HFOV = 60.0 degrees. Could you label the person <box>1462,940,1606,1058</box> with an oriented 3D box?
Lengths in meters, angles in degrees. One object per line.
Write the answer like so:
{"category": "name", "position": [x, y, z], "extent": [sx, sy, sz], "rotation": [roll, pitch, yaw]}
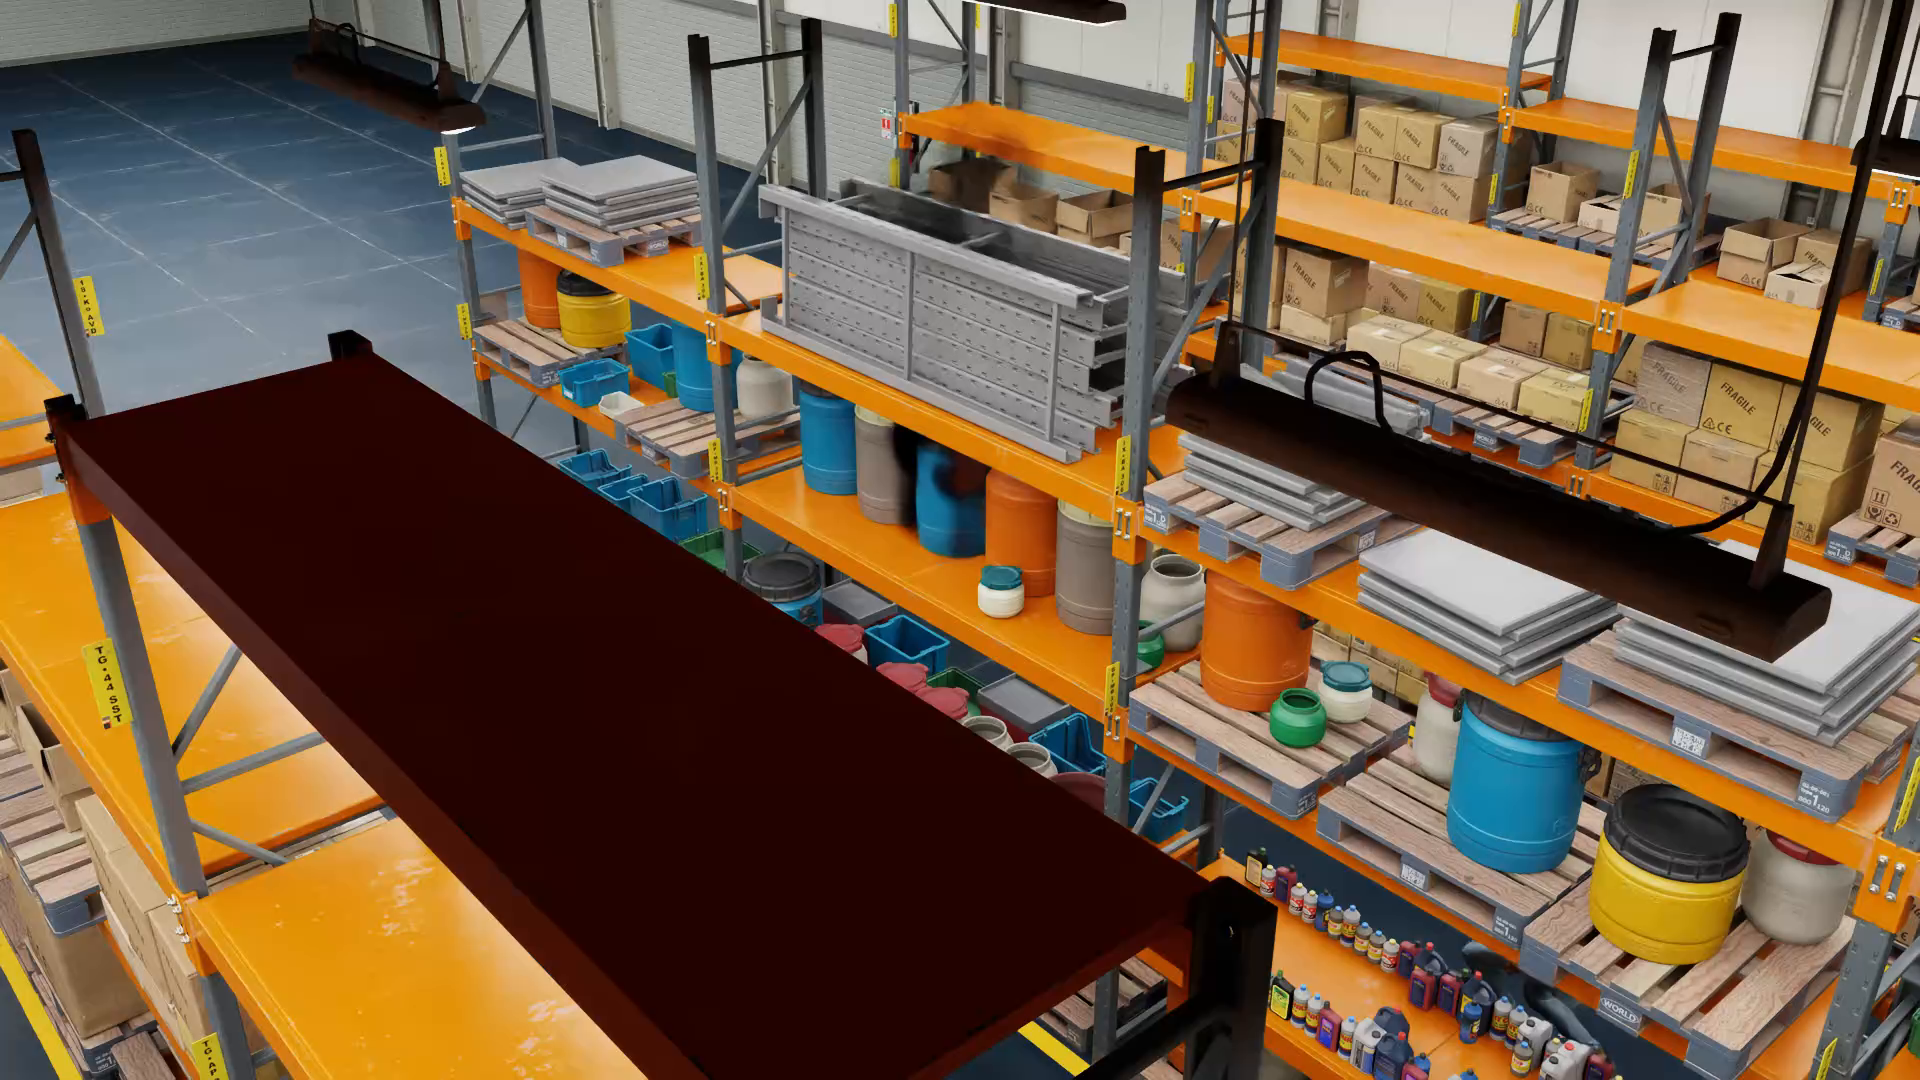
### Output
{"category": "person", "position": [3.677, 2.587, 10.454], "extent": [0.687, 1.645, 0.962], "rotation": [-22, 34, -36]}
